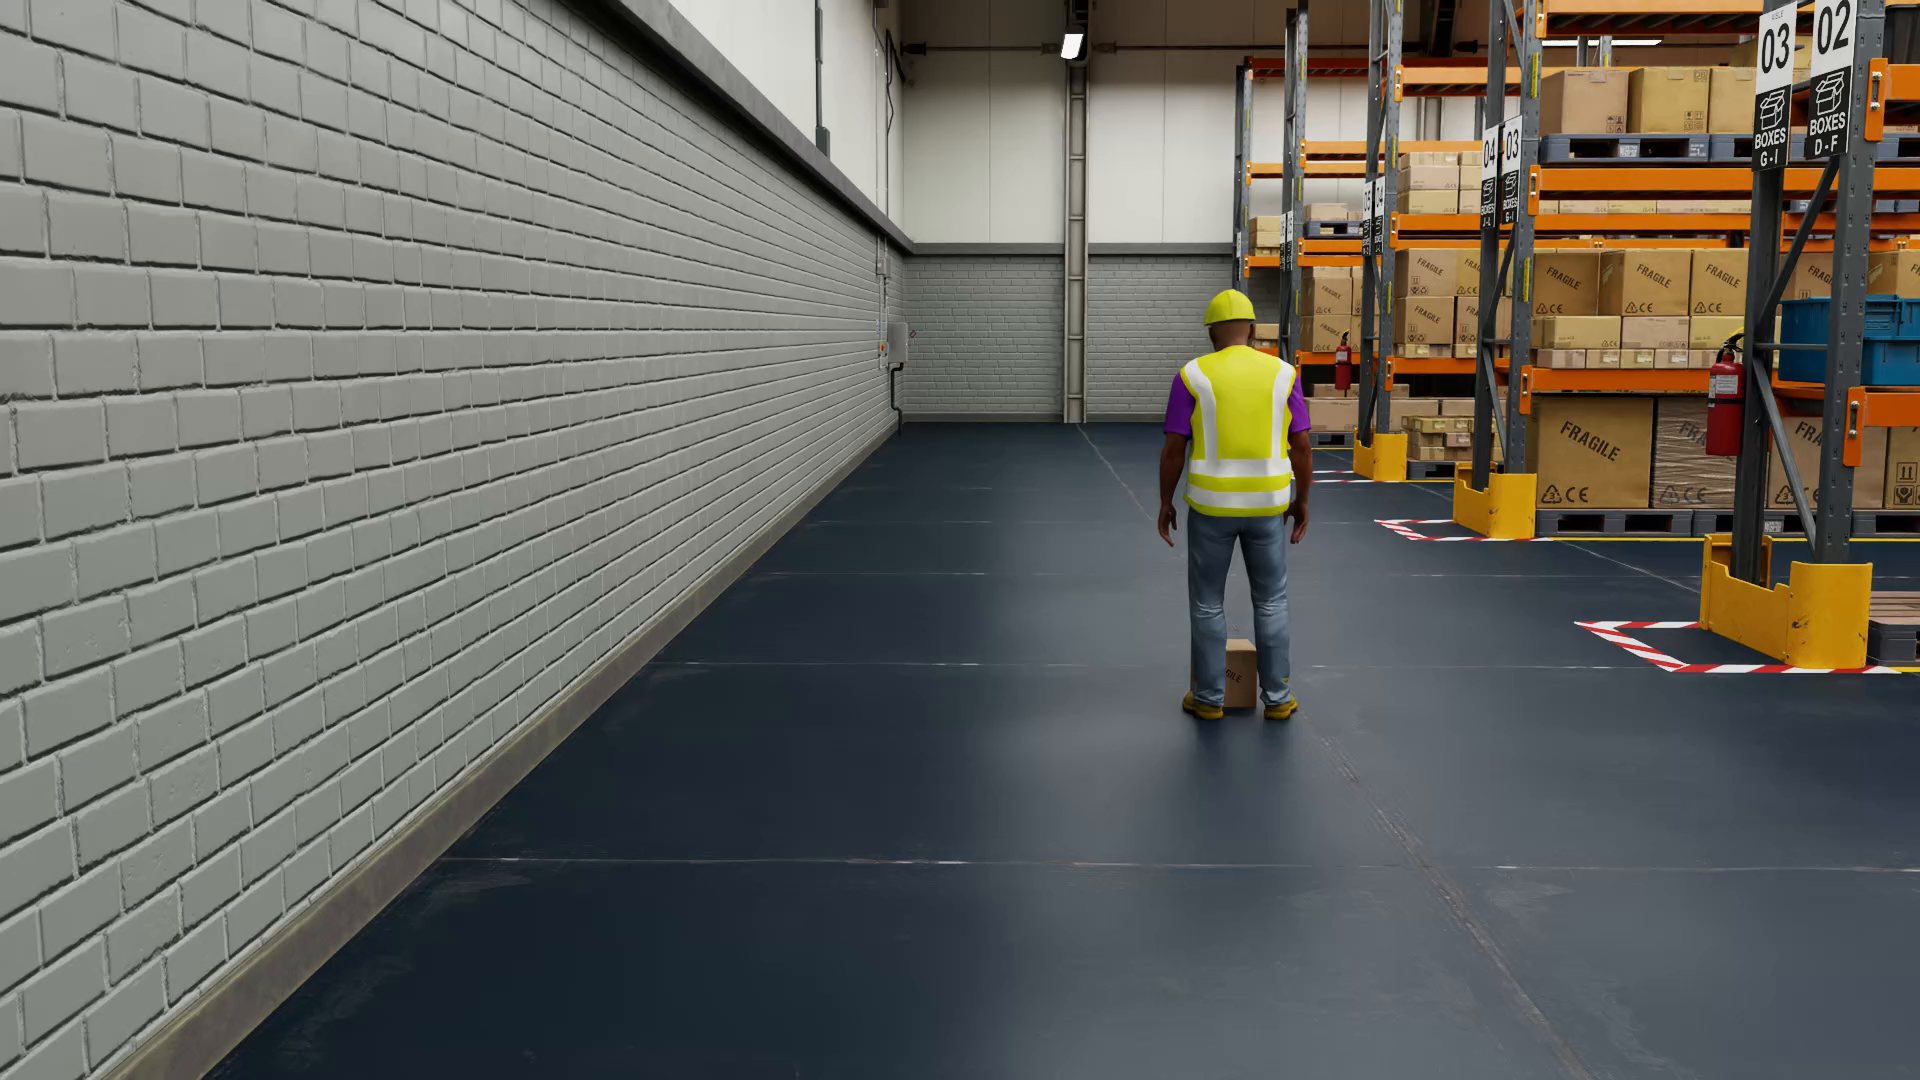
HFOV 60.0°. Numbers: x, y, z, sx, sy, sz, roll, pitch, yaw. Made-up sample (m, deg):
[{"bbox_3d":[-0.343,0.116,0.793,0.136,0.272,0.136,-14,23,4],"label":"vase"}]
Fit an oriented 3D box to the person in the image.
[{"bbox_3d":[1.131,-0.146,6.853,0.635,1.761,0.455,0,7,-2],"label":"person"}]
